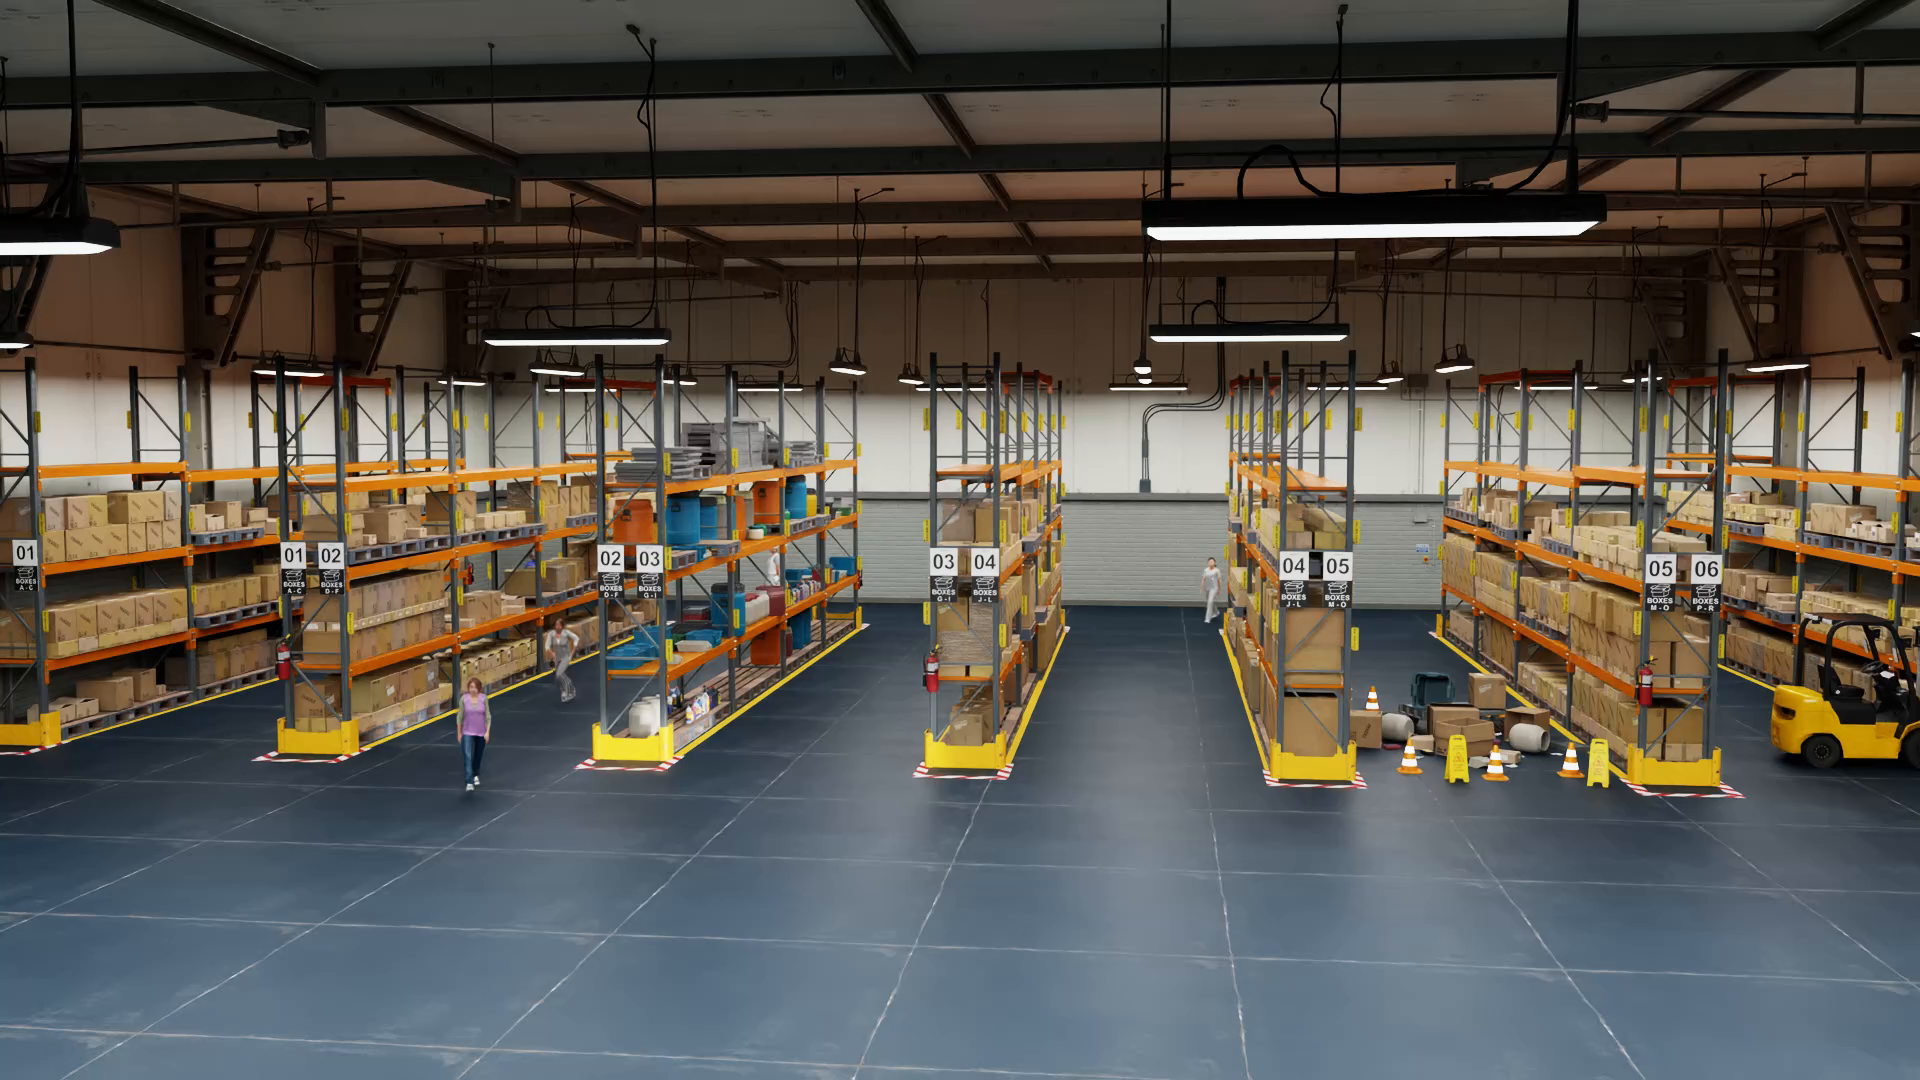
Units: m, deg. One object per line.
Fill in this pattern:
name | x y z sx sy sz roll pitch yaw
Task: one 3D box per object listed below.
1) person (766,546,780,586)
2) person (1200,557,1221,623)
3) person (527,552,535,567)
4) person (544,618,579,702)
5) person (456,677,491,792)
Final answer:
person | -4.951 0.958 44.552 0.660 1.780 0.575 -2 5 -27
person | 6.299 1.238 41.581 0.453 1.616 1.066 3 5 34
person | -10.973 1.146 42.868 0.408 1.660 0.473 1 4 7
person | -7.081 2.130 29.652 0.471 1.516 0.781 1 4 18
person | -6.563 2.621 22.484 0.430 1.533 1.020 -2 5 -28
